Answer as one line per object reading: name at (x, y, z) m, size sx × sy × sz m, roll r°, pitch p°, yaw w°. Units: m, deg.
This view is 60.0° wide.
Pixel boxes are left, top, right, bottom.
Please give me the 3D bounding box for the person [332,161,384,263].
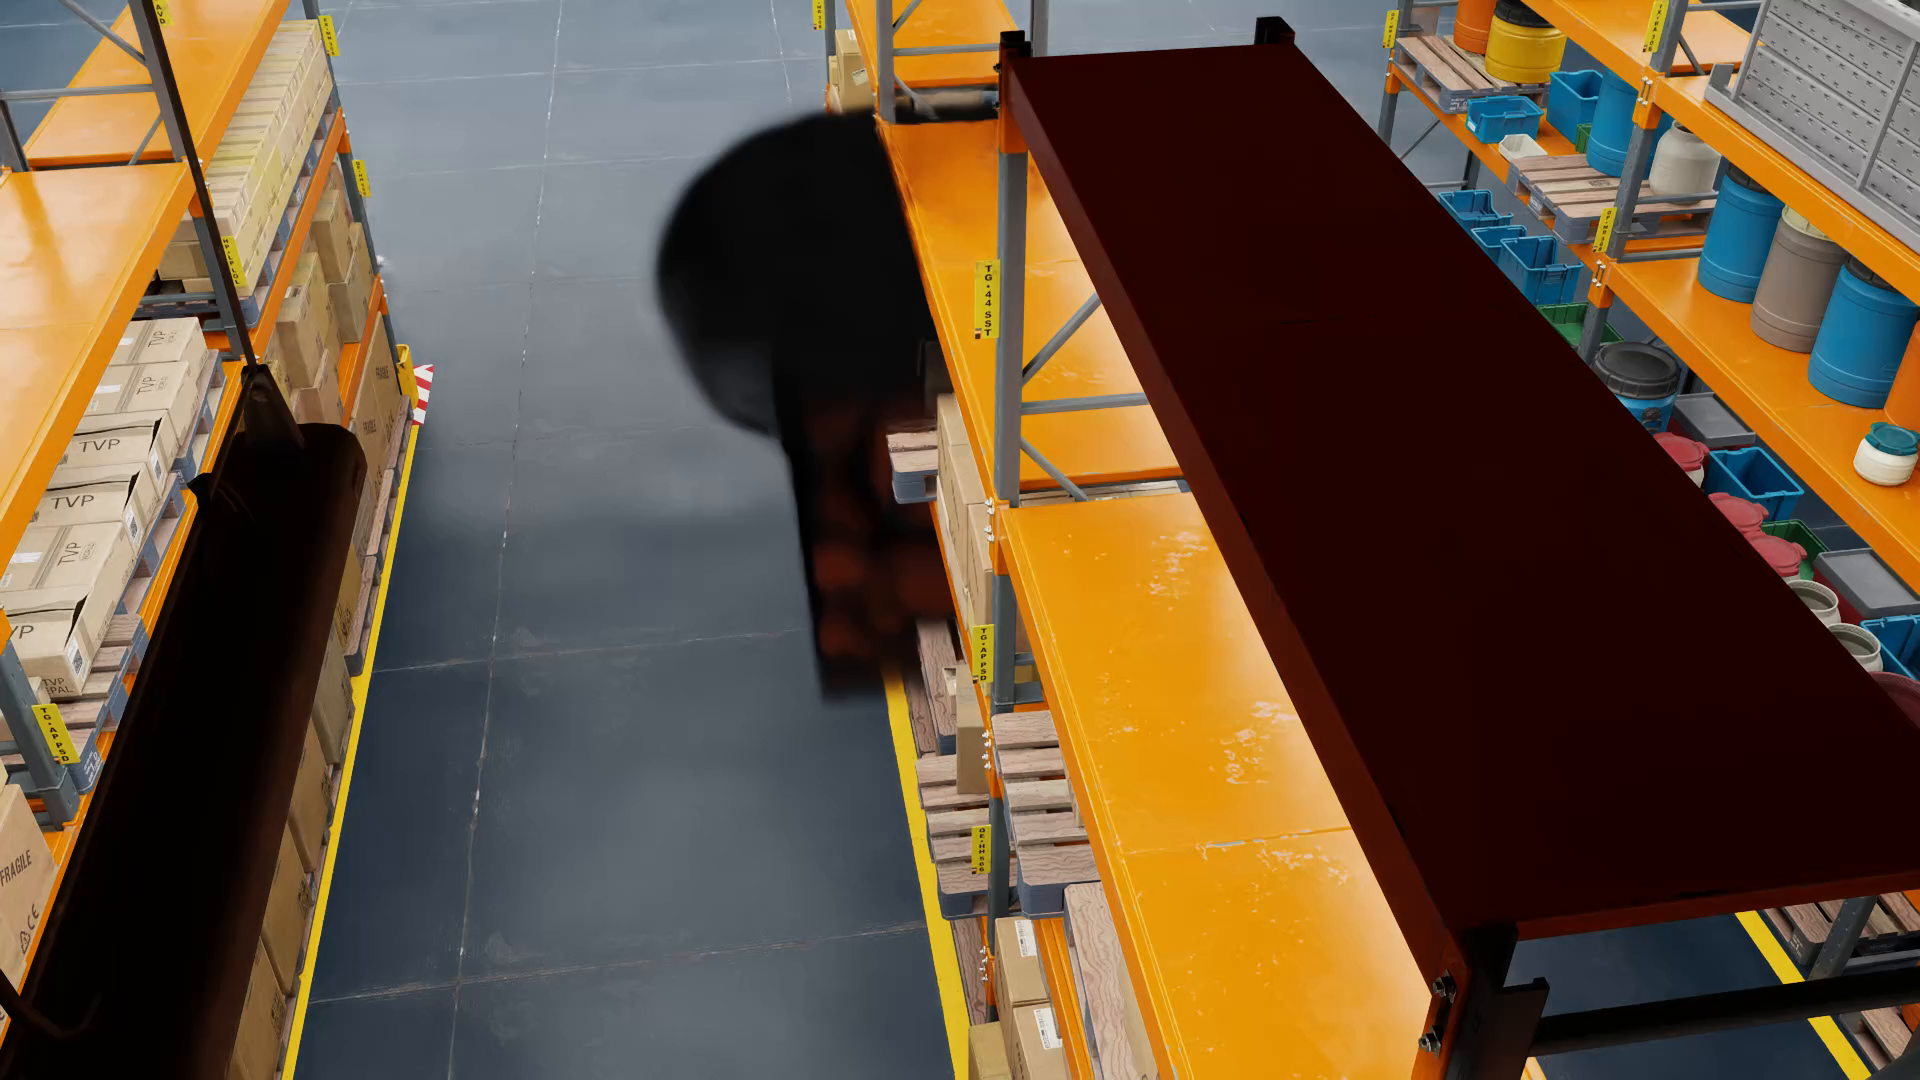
person at (-6.357, -3.440, 16.762) m, size 0.737 × 1.608 × 0.571 m, roll -16°, pitch 39°, yaw -21°
